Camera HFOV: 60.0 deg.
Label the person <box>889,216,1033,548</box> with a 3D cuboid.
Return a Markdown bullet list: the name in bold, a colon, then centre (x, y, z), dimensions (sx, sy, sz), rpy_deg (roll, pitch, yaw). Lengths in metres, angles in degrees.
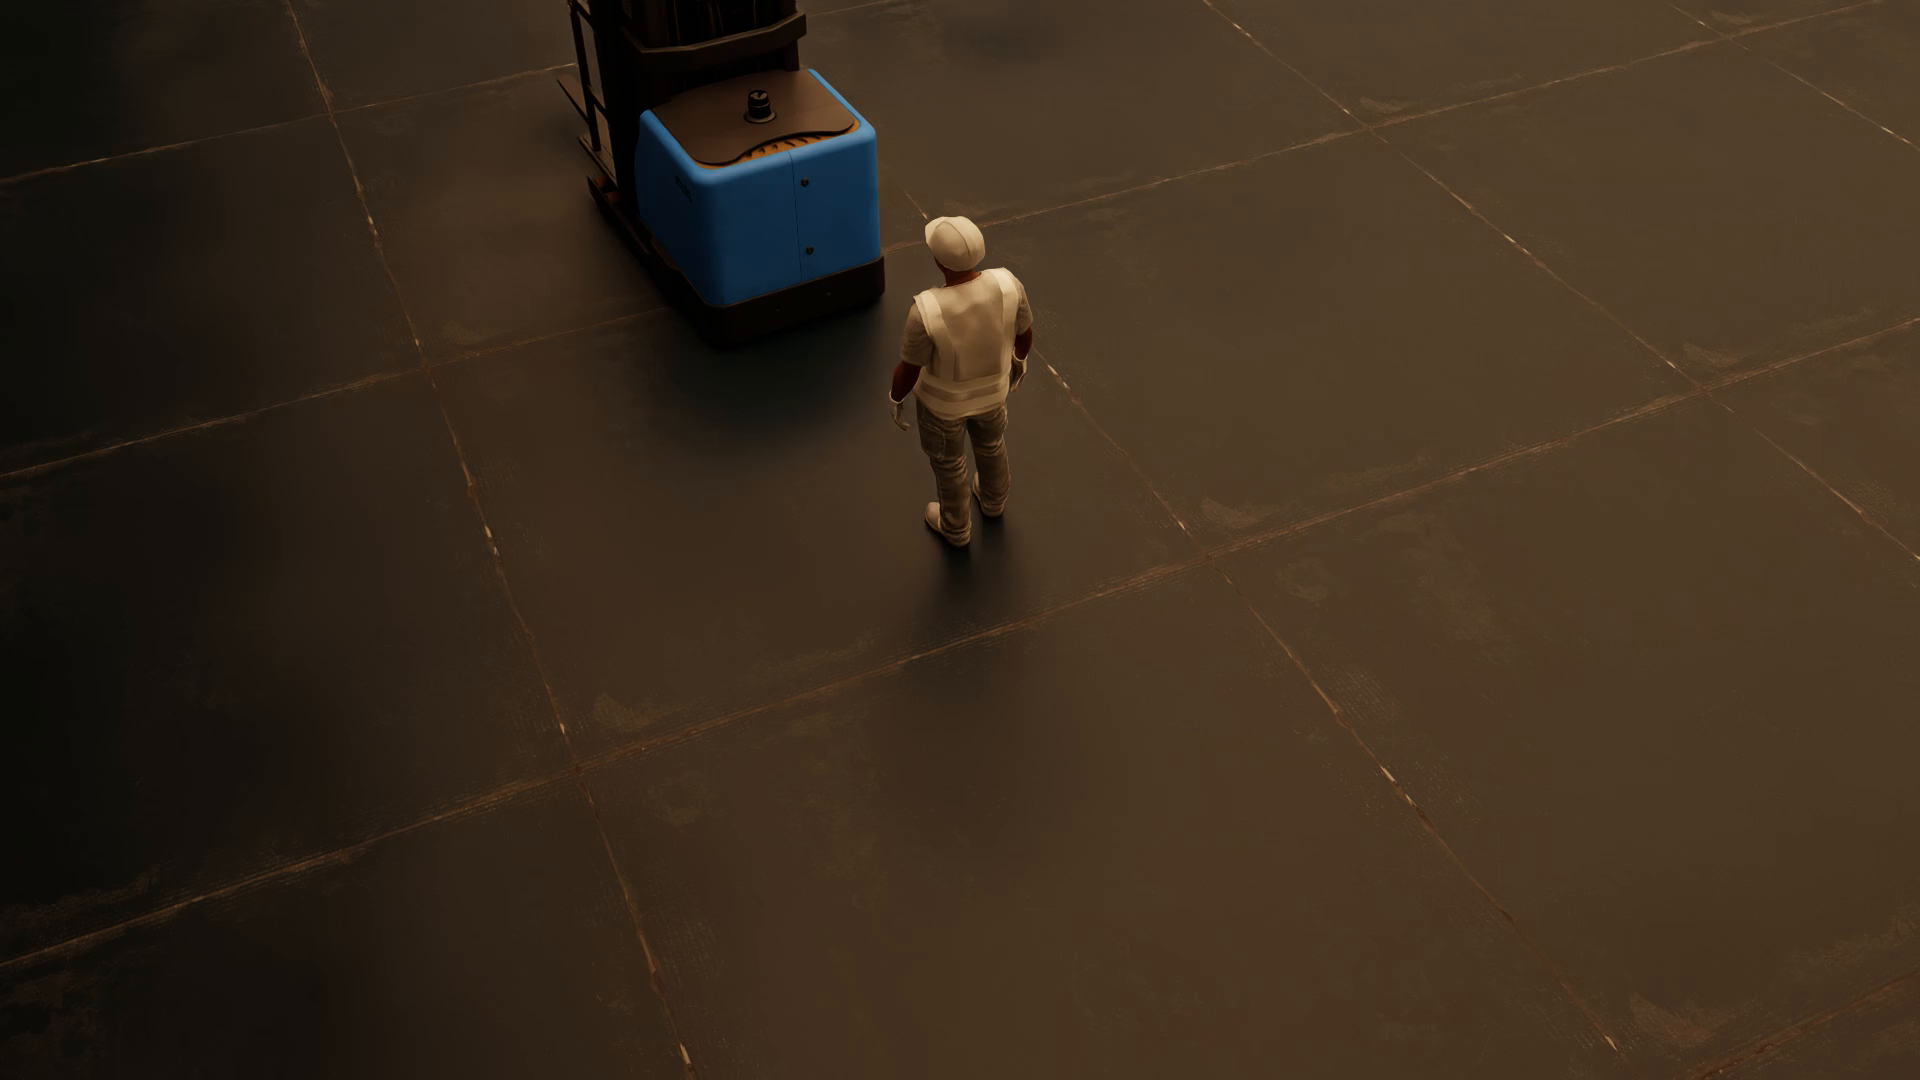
- **person**: centre (-0.023, -0.705, 7.266), dimensions (0.657, 1.785, 0.575), rpy_deg (-18, 46, -18)

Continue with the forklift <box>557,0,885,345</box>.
- **forklift**: centre (-1.568, -3.108, 9.010), dimensions (1.130, 2.935, 3.031), rpy_deg (-21, 47, -21)
